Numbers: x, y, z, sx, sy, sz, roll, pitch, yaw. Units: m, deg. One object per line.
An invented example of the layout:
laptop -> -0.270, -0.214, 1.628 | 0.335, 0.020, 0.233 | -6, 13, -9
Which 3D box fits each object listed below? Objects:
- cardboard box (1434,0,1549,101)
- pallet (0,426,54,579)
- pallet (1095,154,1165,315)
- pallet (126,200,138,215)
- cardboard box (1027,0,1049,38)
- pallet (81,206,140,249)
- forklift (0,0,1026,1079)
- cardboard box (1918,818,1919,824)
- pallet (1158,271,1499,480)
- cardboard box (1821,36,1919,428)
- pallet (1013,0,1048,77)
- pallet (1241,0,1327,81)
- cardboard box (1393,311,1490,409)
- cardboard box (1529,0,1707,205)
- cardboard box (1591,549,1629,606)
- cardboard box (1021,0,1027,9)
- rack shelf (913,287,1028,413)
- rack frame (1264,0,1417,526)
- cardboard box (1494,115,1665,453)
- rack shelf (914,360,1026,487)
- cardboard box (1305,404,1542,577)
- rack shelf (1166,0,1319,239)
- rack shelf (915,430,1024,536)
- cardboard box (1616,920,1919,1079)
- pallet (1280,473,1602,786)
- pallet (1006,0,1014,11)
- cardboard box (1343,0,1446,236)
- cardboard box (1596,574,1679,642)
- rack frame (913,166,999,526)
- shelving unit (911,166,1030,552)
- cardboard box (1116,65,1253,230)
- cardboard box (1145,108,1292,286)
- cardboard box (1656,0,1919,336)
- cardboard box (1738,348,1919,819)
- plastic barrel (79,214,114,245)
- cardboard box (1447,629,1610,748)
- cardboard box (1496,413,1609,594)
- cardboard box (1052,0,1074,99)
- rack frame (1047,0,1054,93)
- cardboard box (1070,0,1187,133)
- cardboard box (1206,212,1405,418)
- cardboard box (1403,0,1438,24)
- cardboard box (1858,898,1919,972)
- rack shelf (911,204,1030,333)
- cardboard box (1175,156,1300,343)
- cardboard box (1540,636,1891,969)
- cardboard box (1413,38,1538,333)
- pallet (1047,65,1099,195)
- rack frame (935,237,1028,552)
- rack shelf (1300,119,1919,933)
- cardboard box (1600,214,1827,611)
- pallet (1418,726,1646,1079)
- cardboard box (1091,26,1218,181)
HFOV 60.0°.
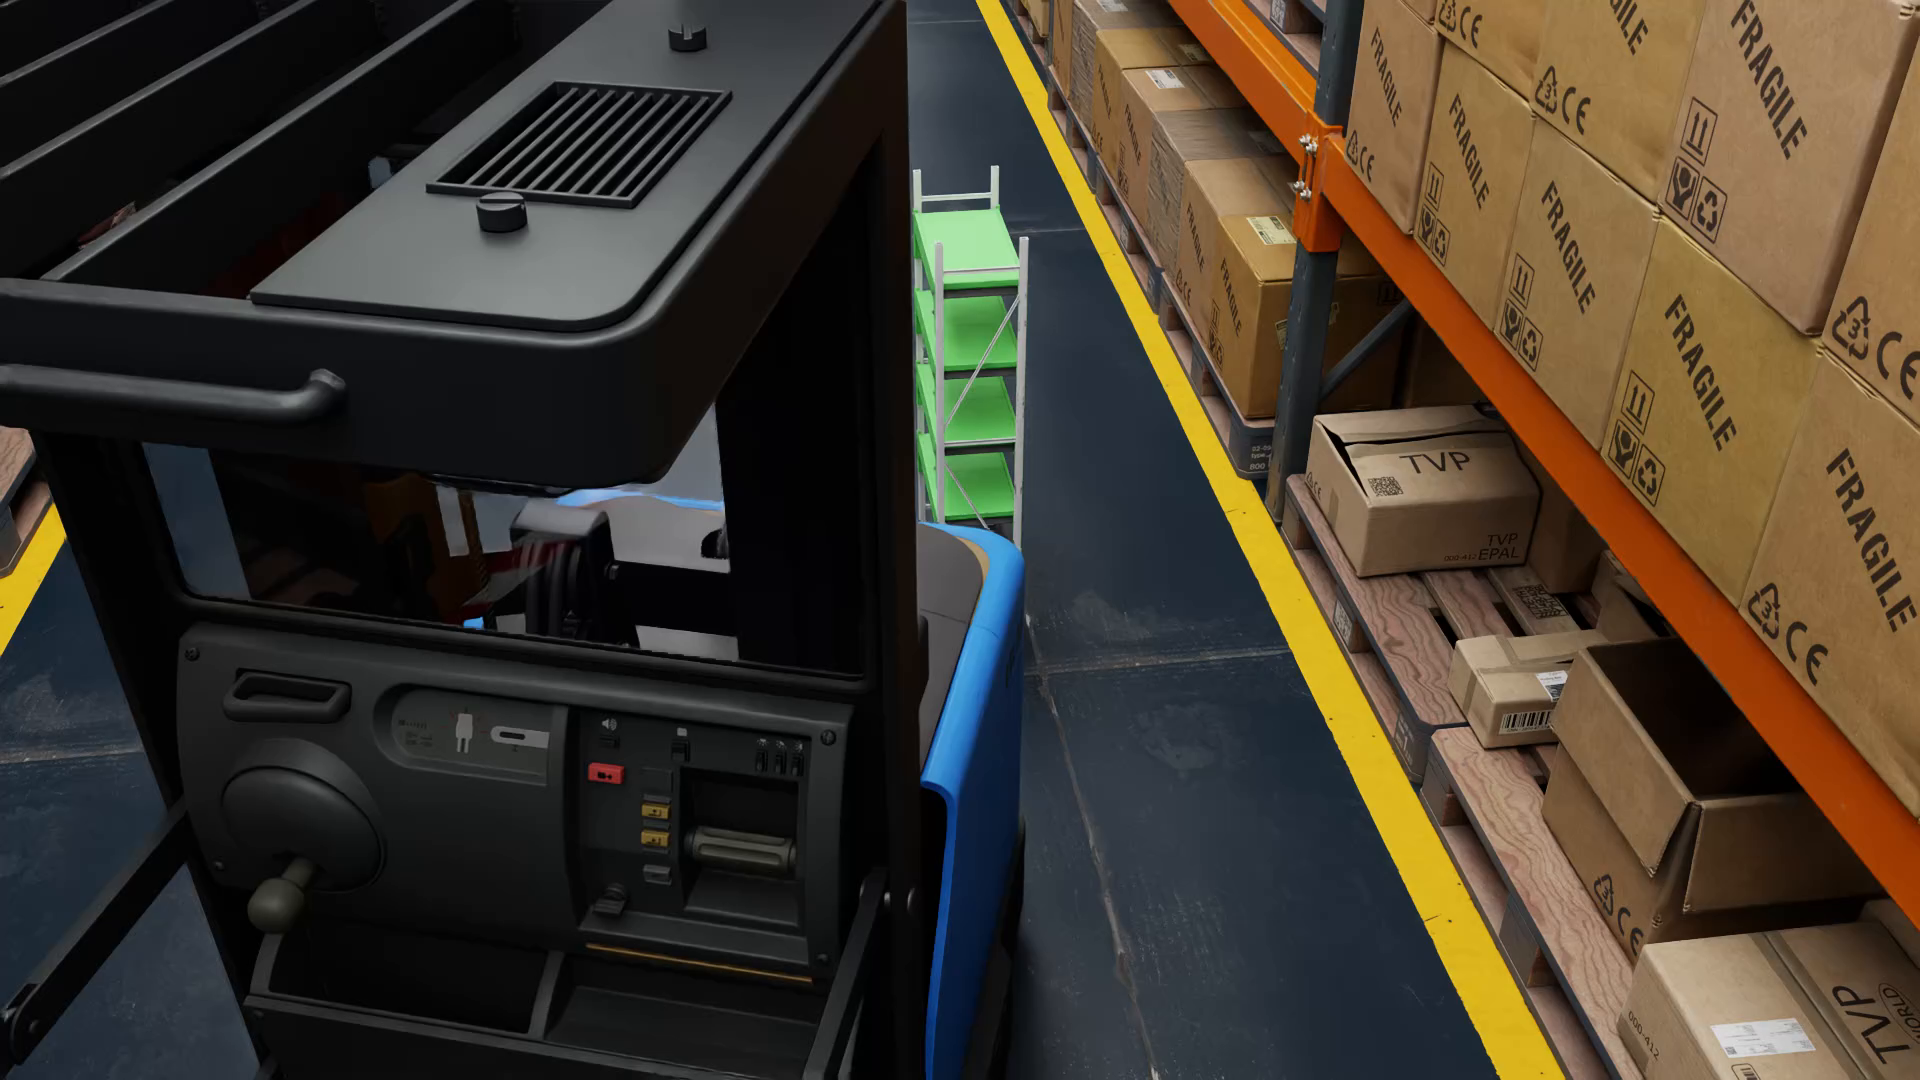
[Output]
cardboard box -> 1.349, -1.239, 3.428 | 0.500, 0.500, 0.500 | -5, 35, -8
pallet -> -3.477, -0.265, 5.452 | 1.003, 0.211, 1.213 | -4, 35, -6
pallet -> 1.180, -1.338, 7.026 | 1.003, 0.211, 1.213 | -4, 35, -6
pallet -> -3.805, -1.627, 7.450 | 1.003, 0.211, 1.213 | -4, 35, -6
cardboard box -> 0.644, -2.901, 8.913 | 0.500, 0.250, 0.500 | -4, 34, -5
pallet -> -3.644, -0.948, 6.453 | 1.003, 0.211, 1.213 | -4, 35, -6
forklift -> -0.642, 0.419, 2.032 | 1.130, 2.935, 3.031 | 6, 35, 9
cardboard box -> 1.629, 0.315, 2.035 | 0.500, 0.500, 0.500 | -4, 34, -6
pallet -> 1.348, -0.656, 6.025 | 1.003, 0.211, 1.213 | -4, 35, -6
cardboard box -> 1.557, -0.378, 2.164 | 0.500, 0.500, 0.500 | -3, 34, -5
pallet -> 0.884, -2.899, 9.317 | 1.003, 0.211, 1.213 | -4, 35, -6
pallet -> 1.495, -1.732, 5.298 | 1.003, 0.211, 1.213 | -4, 35, -6
cardboard box -> 1.671, -0.794, 5.581 | 0.500, 0.500, 0.500 | -6, 35, -9
cardboard box -> 1.417, -0.952, 3.007 | 0.500, 0.500, 0.500 | -5, 35, -8
cardboard box -> 1.962, 0.141, 4.521 | 0.380, 0.149, 0.250 | -4, 35, -6
cardboard box -> 0.571, -3.189, 9.334 | 0.500, 0.250, 0.500 | -5, 35, -7
rack shelf -> 0.022, -0.549, 4.677 | 0.258, 0.148, 0.480 | -4, 35, -6
rack frame -> 1.494, -1.357, 4.577 | 1.000, 3.000, 0.127 | -4, 35, -6
cardboard box -> 1.430, -0.528, 3.273 | 0.500, 0.500, 0.500 | -5, 35, -7
rack shelf -> 0.022, -0.351, 4.813 | 0.258, 0.148, 0.480 | -4, 35, -6
cardboard box -> 1.336, -0.177, 4.843 | 0.500, 0.311, 0.500 | -4, 35, -6
rack shelf -> 1.225, -2.176, 6.418 | 1.077, 0.370, 4.000 | -4, 35, -6
rack shelf -> 0.022, -0.152, 4.948 | 0.258, 0.148, 0.480 | -4, 35, -6
cardboard box -> 1.617, 1.013, 3.152 | 0.500, 0.250, 0.500 | -4, 35, -6
pallet -> 1.586, 0.179, 4.800 | 1.003, 0.211, 1.213 | -4, 35, -6
pallet -> 0.724, -3.578, 10.313 | 1.003, 0.211, 1.213 | -4, 35, -6
cardboard box -> 1.293, -1.093, 4.102 | 0.500, 0.500, 0.500 | -4, 34, -5
cardboard box -> 1.953, 0.287, 4.162 | 0.500, 0.311, 0.500 | -4, 35, -6
rack frame -> -0.011, -0.540, 4.976 | 0.240, 1.200, 0.015 | -4, 35, -6
shelving unit -> 0.022, -0.403, 4.777 | 0.258, 1.200, 0.503 | -4, 35, -6
cardboard box -> 0.948, -1.599, 6.762 | 0.500, 0.500, 0.500 | -5, 35, -8
cardboard box -> 1.019, -1.316, 6.346 | 0.500, 0.500, 0.500 | -4, 34, -6
cardboard box -> 1.488, -0.664, 2.584 | 0.500, 0.500, 0.500 | -3, 34, -5
cardboard box -> 1.567, 0.037, 2.444 | 0.500, 0.500, 0.500 | -4, 34, -6
plastic barrel -> -3.718, -1.491, 6.543 | 0.600, 0.588, 0.708 | -4, 35, -6
cardboard box -> 1.463, 0.365, 4.177 | 0.380, 0.166, 0.250 | -4, 35, -6
cardboard box -> 1.852, -0.209, 4.723 | 0.500, 0.500, 0.500 | -4, 35, -6
cardboard box -> 0.734, -2.462, 8.028 | 0.500, 0.500, 0.500 | -3, 34, -4
rack frame -> 0.956, -3.589, 7.853 | 1.000, 3.000, 0.127 | -4, 35, -6
cardboard box -> 0.810, -2.171, 7.600 | 0.500, 0.500, 0.500 | -6, 35, -8
cardboard box -> 1.144, -0.759, 5.530 | 0.500, 0.500, 0.500 | -5, 35, -7
cardboard box -> 1.279, -1.527, 3.851 | 0.500, 0.500, 0.500 | -4, 34, -5
cardboard box -> 2.106, 0.947, 3.248 | 0.500, 0.250, 0.500 | -4, 35, -6
rack shelf -> 0.022, -0.747, 4.542 | 0.258, 0.148, 0.480 | -4, 35, -6
cardboard box -> 1.086, -1.036, 5.936 | 0.500, 0.500, 0.500 | -4, 35, -6
cardboard box -> 1.752, 0.541, 3.619 | 0.797, 0.503, 0.637 | -4, 35, -6
cardboard box -> 1.365, -0.808, 3.683 | 0.500, 0.500, 0.500 | -4, 34, -6
pallet -> 1.019, -2.017, 8.023 | 1.003, 0.211, 1.213 | -4, 35, -6
rack frame -> 0.055, -0.267, 4.577 | 0.240, 1.200, 0.015 | -4, 35, -6
rack shelf -> 1.763, 0.056, 3.142 | 1.077, 0.370, 4.000 | -4, 35, -6
cardboard box -> 1.500, -0.245, 2.857 | 0.500, 0.500, 0.500 | -5, 35, -7
pallet -> 1.753, 0.861, 3.799 | 1.003, 0.211, 1.213 | -4, 35, -6
cardboard box -> 0.873, -1.890, 7.189 | 0.500, 0.500, 0.500 | -5, 35, -7
